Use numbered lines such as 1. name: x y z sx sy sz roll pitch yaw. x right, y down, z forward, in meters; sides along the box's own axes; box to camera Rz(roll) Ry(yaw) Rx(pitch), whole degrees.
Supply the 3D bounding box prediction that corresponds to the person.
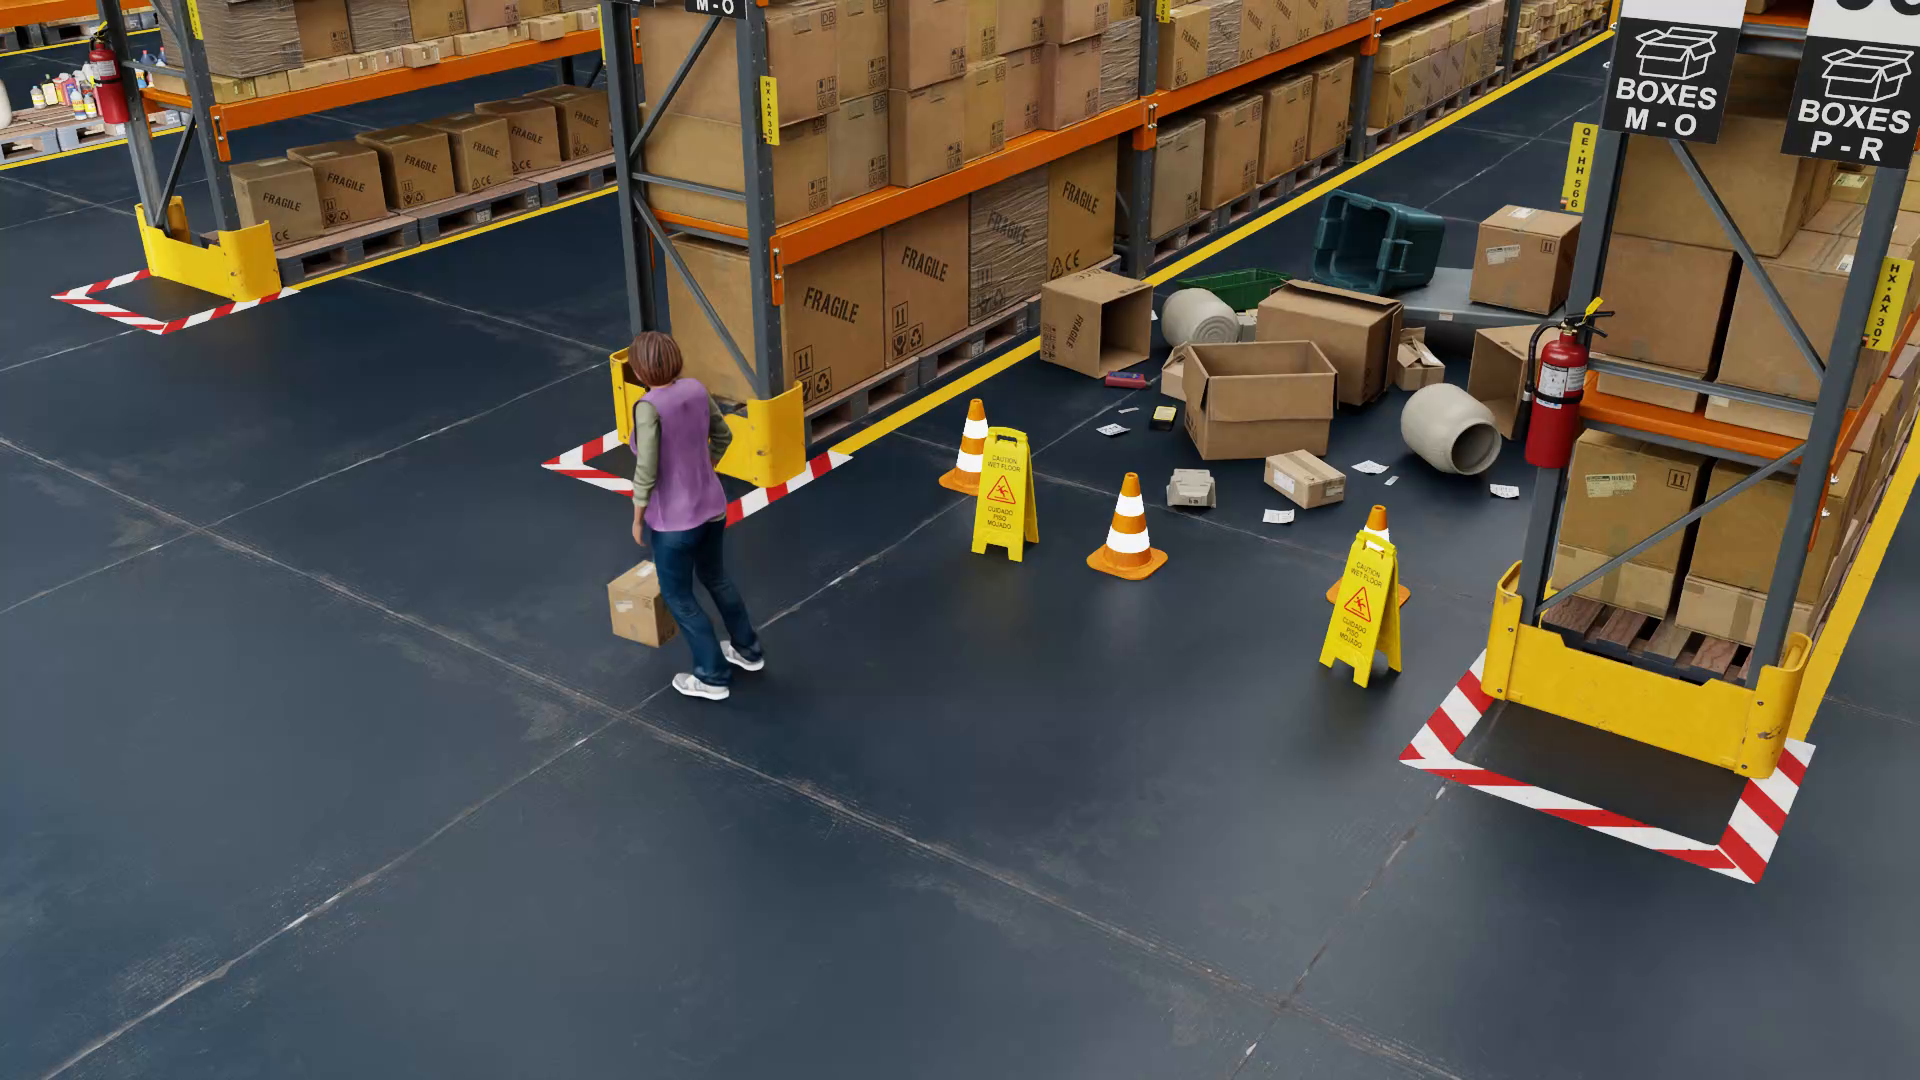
1. person: -1.111 -0.100 6.844 0.450 1.567 0.553 17 32 29
